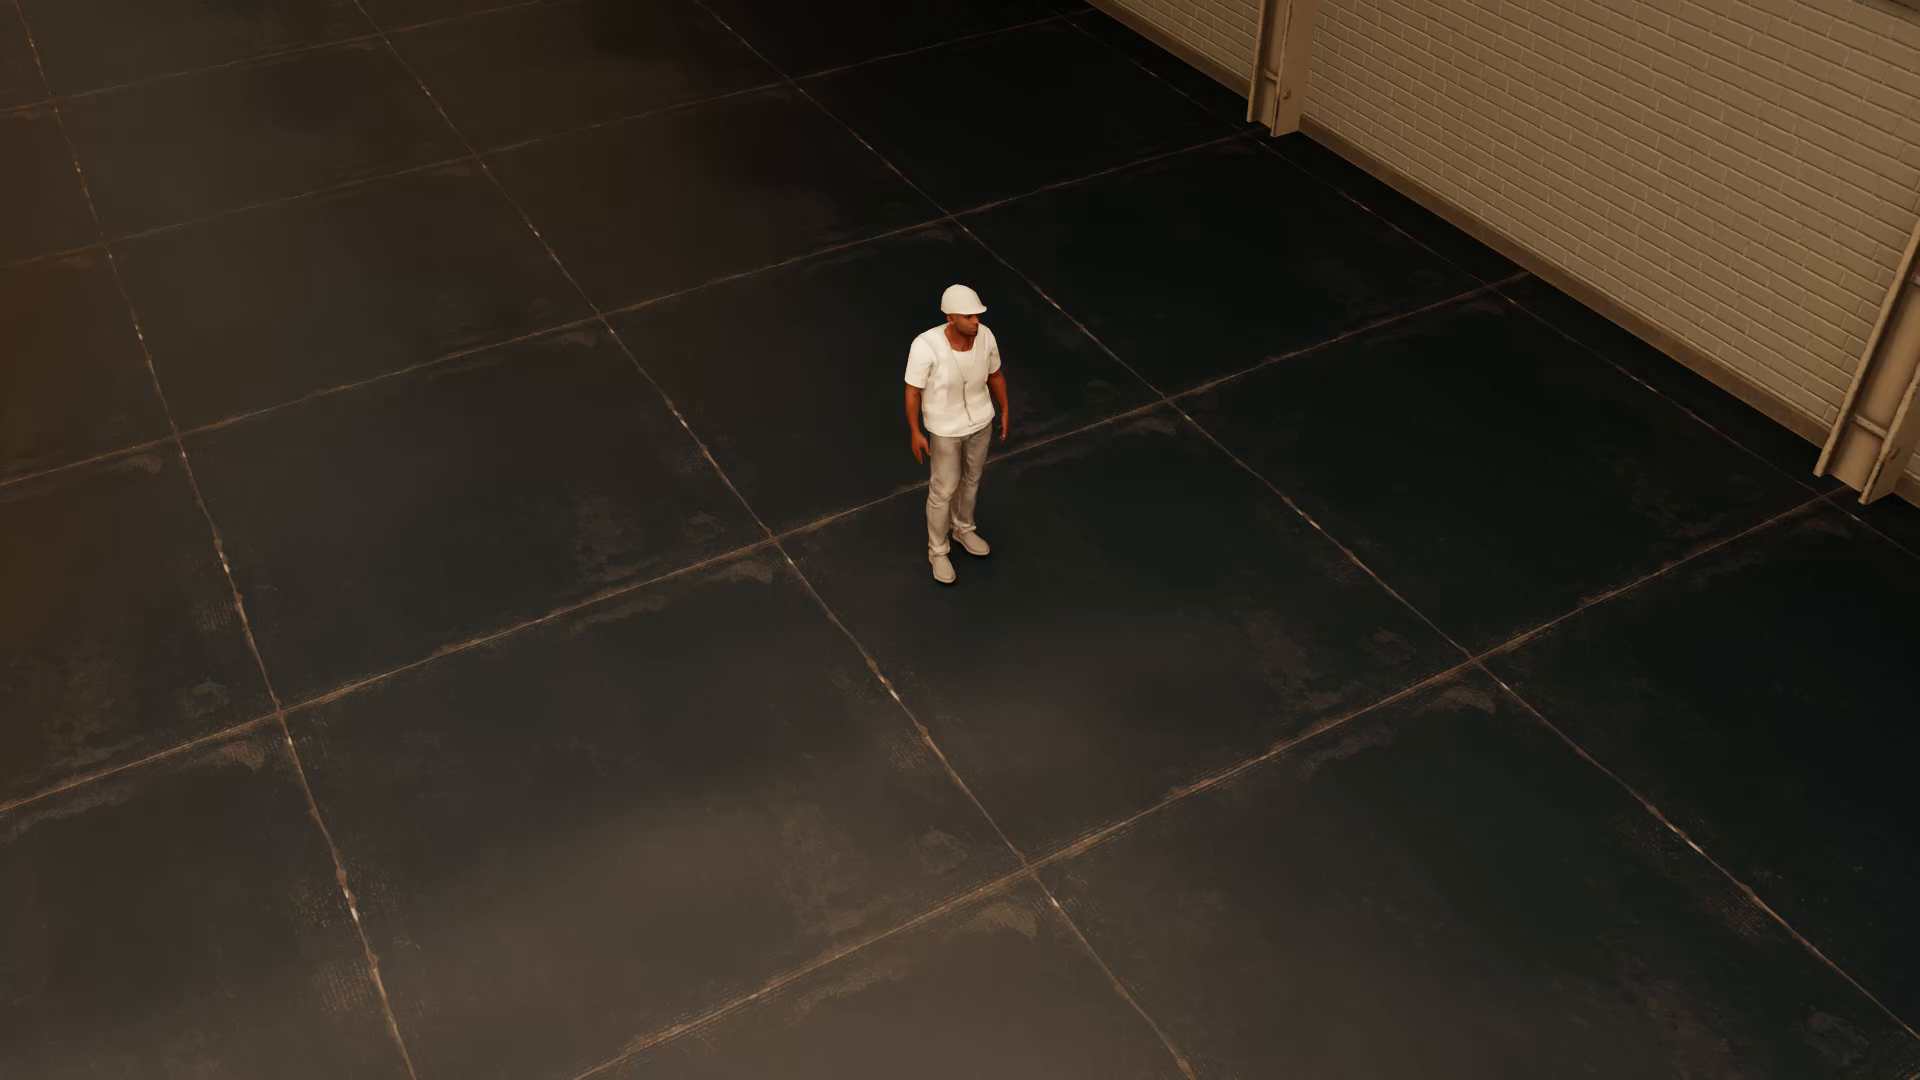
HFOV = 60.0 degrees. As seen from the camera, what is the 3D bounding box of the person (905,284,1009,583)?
[{"bbox_3d":[0.029,-0.645,9.715,0.665,1.765,0.577,-20,44,-23],"label":"person"}]
